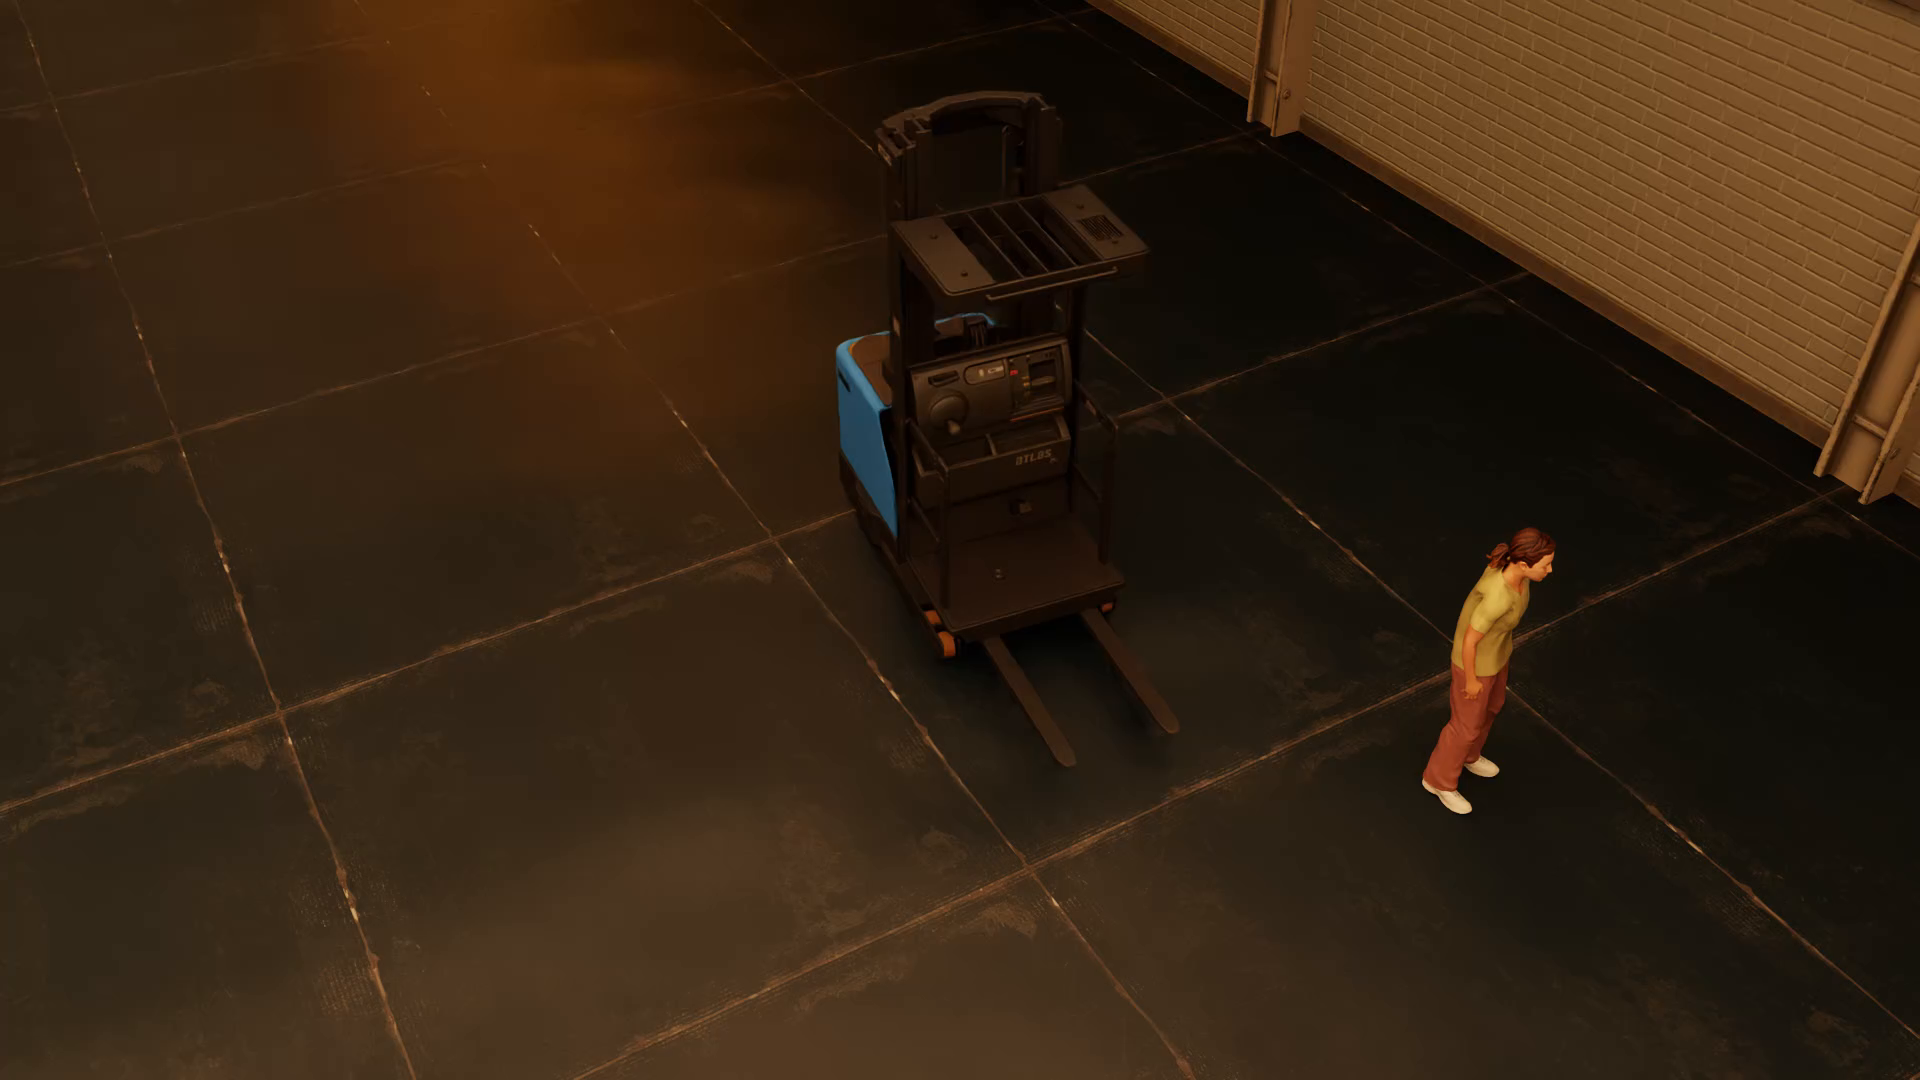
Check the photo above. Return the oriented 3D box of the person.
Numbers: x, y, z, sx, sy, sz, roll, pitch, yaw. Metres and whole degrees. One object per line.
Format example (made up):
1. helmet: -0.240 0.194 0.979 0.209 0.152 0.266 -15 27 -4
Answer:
1. person: 2.634 0.606 8.293 0.365 1.671 0.515 24 45 26

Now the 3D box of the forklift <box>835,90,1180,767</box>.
1. forklift: 0.265 -0.759 8.951 1.130 2.935 3.031 -15 42 -17
